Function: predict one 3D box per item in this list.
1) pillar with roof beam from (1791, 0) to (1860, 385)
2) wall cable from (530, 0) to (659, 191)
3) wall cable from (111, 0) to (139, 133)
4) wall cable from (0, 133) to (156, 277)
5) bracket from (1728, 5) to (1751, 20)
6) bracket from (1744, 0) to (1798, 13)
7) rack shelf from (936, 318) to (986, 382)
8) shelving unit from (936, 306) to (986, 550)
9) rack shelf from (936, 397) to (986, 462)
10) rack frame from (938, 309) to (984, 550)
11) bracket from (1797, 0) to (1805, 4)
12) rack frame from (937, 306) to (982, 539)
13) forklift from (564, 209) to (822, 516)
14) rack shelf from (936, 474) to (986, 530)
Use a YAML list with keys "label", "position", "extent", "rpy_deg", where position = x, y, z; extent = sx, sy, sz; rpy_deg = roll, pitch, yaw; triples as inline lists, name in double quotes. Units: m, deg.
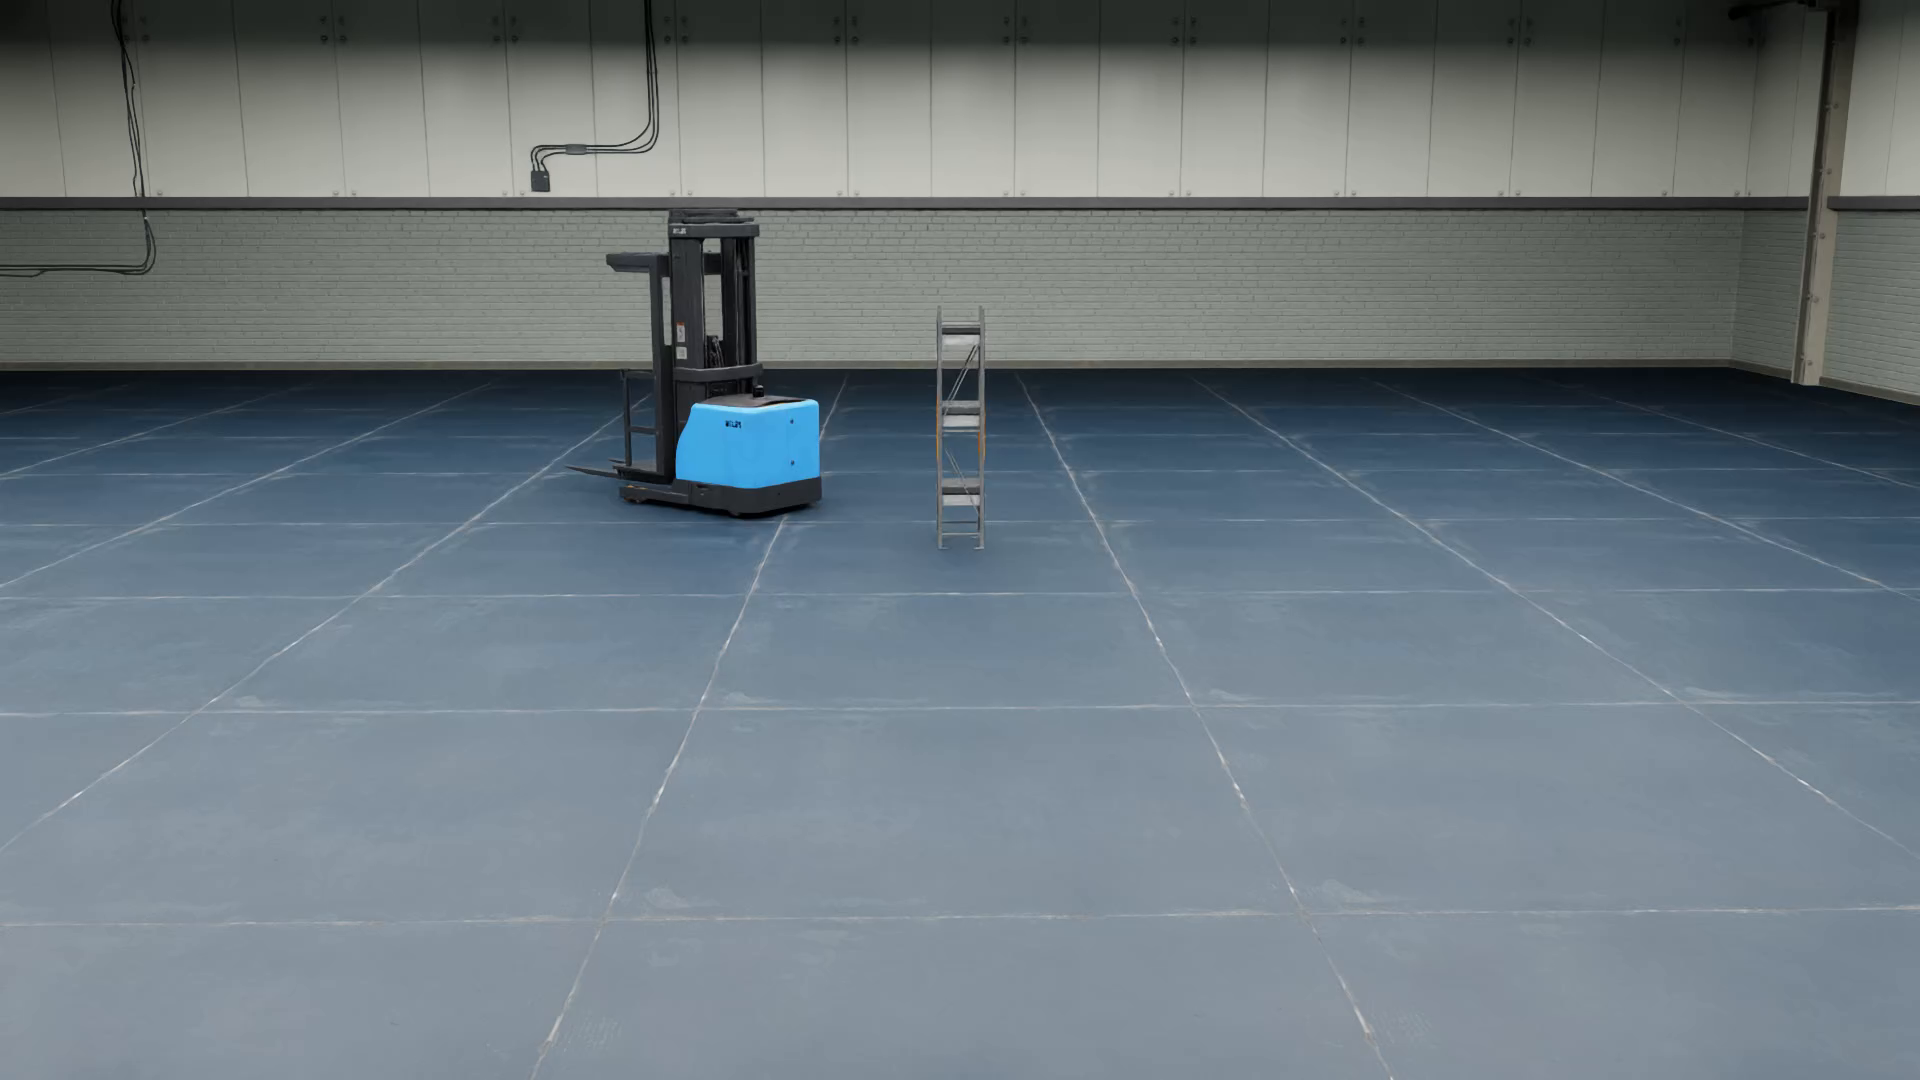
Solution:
- label: "pillar with roof beam"
  position: [9.925, -7.015, 27.005]
  extent: [9.100, 9.000, 0.548]
  rpy_deg: [0, 11, -1]
- label: "wall cable"
  position: [-6.511, -9.197, 29.206]
  extent: [2.305, 6.003, 0.169]
  rpy_deg: [0, 11, -1]
- label: "wall cable"
  position: [-13.298, -8.459, 29.229]
  extent: [3.097, 2.526, 0.112]
  rpy_deg: [0, 11, -1]
- label: "wall cable"
  position: [-16.003, -5.973, 29.676]
  extent: [3.097, 2.526, 0.112]
  rpy_deg: [0, 11, -1]
- label: "bracket"
  position: [13.817, -9.349, 29.456]
  extent: [0.235, 0.232, 0.430]
  rpy_deg: [0, 11, -1]
- label: "bracket"
  position: [13.829, -9.232, 28.877]
  extent: [0.076, 0.066, 3.189]
  rpy_deg: [0, 11, -1]
- label: "rack shelf"
  position: [0.003, -1.669, 14.552]
  extent: [0.431, 0.518, 0.480]
  rpy_deg: [0, 11, -1]
- label: "shelving unit"
  position: [0.003, -0.996, 14.688]
  extent: [0.431, 2.100, 0.503]
  rpy_deg: [0, 11, -1]
- label: "rack shelf"
  position: [0.003, -0.983, 14.691]
  extent: [0.431, 0.518, 0.480]
  rpy_deg: [0, 11, -1]
- label: "rack frame"
  position: [0.008, -0.948, 14.449]
  extent: [0.400, 2.100, 0.015]
  rpy_deg: [0, 11, -1]
- label: "bracket"
  position: [13.866, -8.878, 27.133]
  extent: [0.235, 0.232, 0.430]
  rpy_deg: [0, 11, -1]
- label: "rack frame"
  position: [-0.002, -1.045, 14.927]
  extent: [0.400, 2.100, 0.015]
  rpy_deg: [0, 11, -1]
- label: "forklift"
  position: [-2.862, -1.881, 16.957]
  extent: [3.031, 2.935, 1.130]
  rpy_deg: [9, 14, 37]
- label: "rack shelf"
  position: [0.003, -0.297, 14.830]
  extent: [0.431, 0.518, 0.480]
  rpy_deg: [0, 11, -1]
